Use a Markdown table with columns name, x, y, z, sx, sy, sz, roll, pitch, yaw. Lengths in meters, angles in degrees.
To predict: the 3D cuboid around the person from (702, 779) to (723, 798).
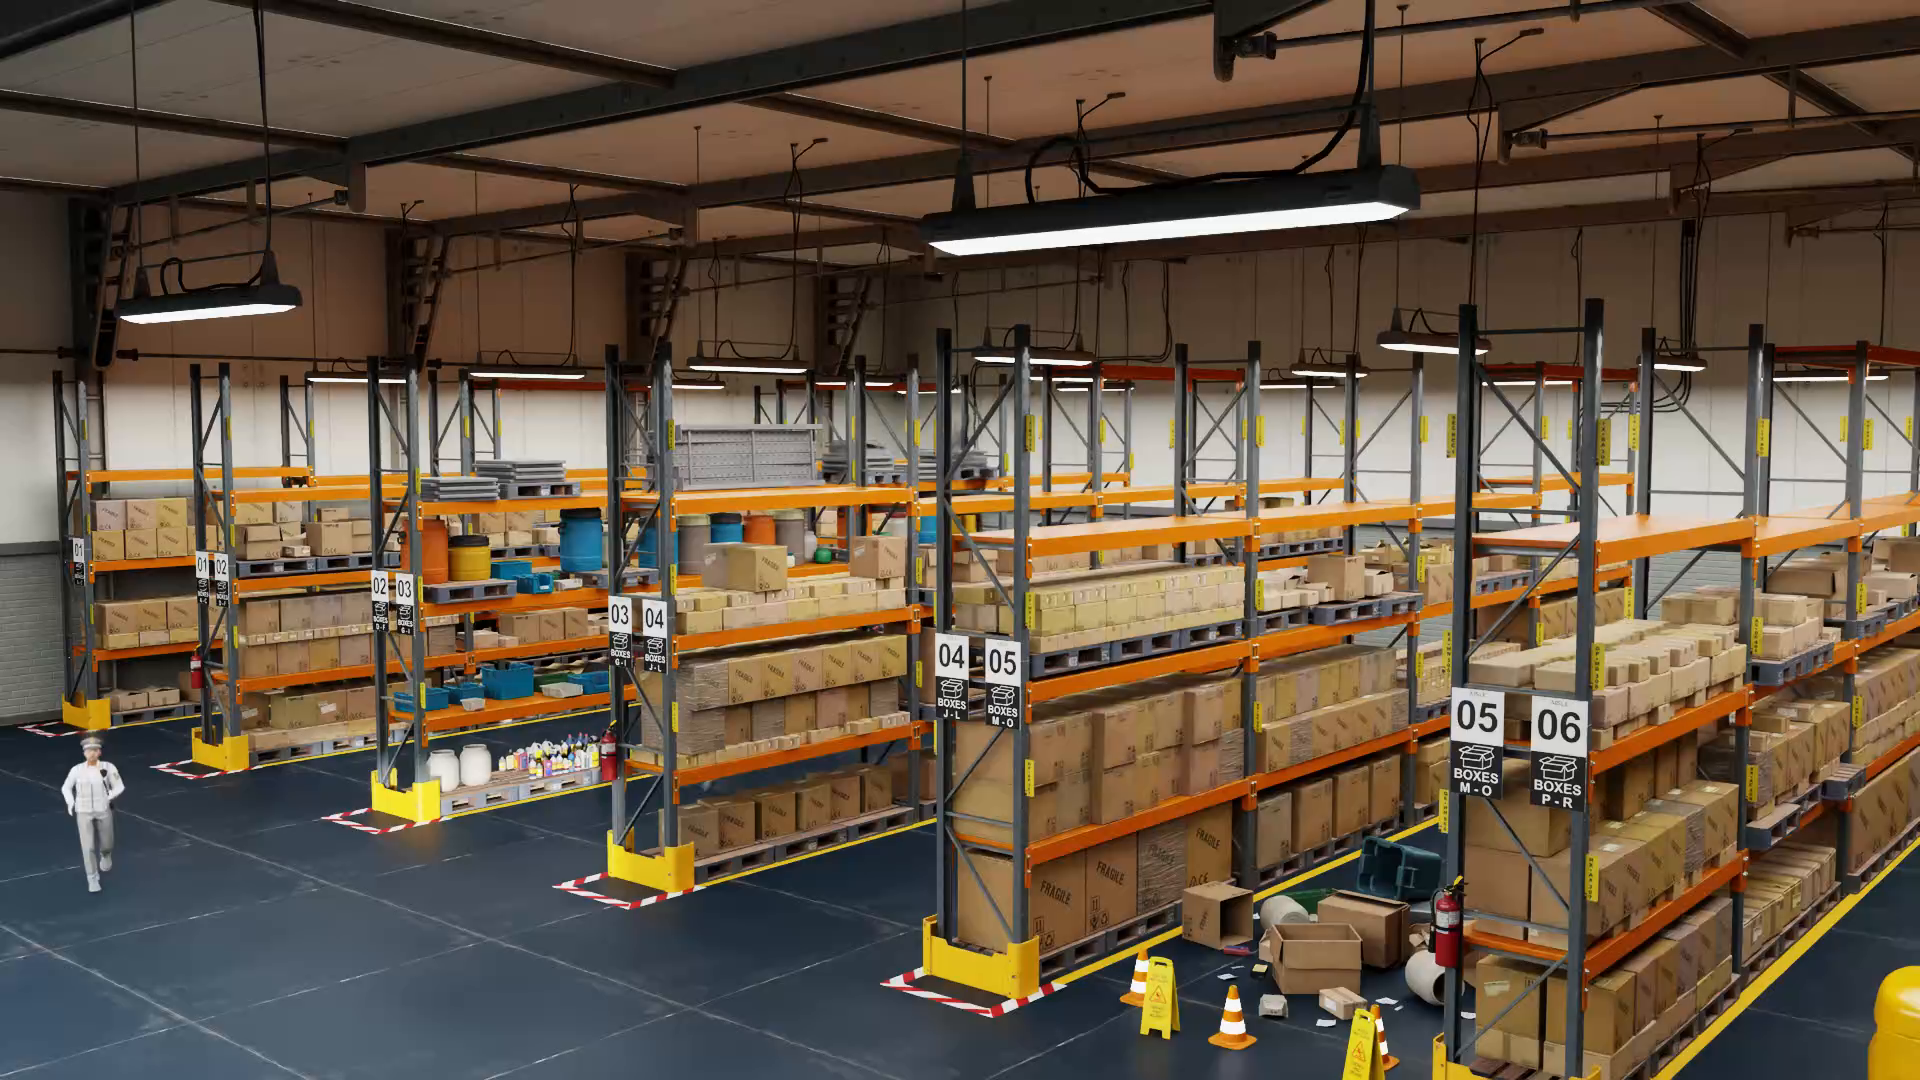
| name | x | y | z | sx | sy | sz | roll | pitch | yaw |
| --- | --- | --- | --- | --- | --- | --- | --- | --- | --- |
| person | -3.172 | 2.766 | 21.125 | 0.664 | 1.750 | 0.624 | 3 | 5 | 36 |

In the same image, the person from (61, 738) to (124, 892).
| name | x | y | z | sx | sy | sz | roll | pitch | yaw |
| --- | --- | --- | --- | --- | --- | --- | --- | --- | --- |
| person | -9.596 | 3.009 | 18.418 | 0.625 | 1.648 | 0.748 | -2 | 5 | -26 |

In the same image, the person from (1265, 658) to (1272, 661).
| name | x | y | z | sx | sy | sz | roll | pitch | yaw |
| --- | --- | --- | --- | --- | --- | --- | --- | --- | --- |
| person | 4.736 | 2.568 | 25.402 | 0.521 | 1.550 | 0.577 | 3 | 5 | 31 |
